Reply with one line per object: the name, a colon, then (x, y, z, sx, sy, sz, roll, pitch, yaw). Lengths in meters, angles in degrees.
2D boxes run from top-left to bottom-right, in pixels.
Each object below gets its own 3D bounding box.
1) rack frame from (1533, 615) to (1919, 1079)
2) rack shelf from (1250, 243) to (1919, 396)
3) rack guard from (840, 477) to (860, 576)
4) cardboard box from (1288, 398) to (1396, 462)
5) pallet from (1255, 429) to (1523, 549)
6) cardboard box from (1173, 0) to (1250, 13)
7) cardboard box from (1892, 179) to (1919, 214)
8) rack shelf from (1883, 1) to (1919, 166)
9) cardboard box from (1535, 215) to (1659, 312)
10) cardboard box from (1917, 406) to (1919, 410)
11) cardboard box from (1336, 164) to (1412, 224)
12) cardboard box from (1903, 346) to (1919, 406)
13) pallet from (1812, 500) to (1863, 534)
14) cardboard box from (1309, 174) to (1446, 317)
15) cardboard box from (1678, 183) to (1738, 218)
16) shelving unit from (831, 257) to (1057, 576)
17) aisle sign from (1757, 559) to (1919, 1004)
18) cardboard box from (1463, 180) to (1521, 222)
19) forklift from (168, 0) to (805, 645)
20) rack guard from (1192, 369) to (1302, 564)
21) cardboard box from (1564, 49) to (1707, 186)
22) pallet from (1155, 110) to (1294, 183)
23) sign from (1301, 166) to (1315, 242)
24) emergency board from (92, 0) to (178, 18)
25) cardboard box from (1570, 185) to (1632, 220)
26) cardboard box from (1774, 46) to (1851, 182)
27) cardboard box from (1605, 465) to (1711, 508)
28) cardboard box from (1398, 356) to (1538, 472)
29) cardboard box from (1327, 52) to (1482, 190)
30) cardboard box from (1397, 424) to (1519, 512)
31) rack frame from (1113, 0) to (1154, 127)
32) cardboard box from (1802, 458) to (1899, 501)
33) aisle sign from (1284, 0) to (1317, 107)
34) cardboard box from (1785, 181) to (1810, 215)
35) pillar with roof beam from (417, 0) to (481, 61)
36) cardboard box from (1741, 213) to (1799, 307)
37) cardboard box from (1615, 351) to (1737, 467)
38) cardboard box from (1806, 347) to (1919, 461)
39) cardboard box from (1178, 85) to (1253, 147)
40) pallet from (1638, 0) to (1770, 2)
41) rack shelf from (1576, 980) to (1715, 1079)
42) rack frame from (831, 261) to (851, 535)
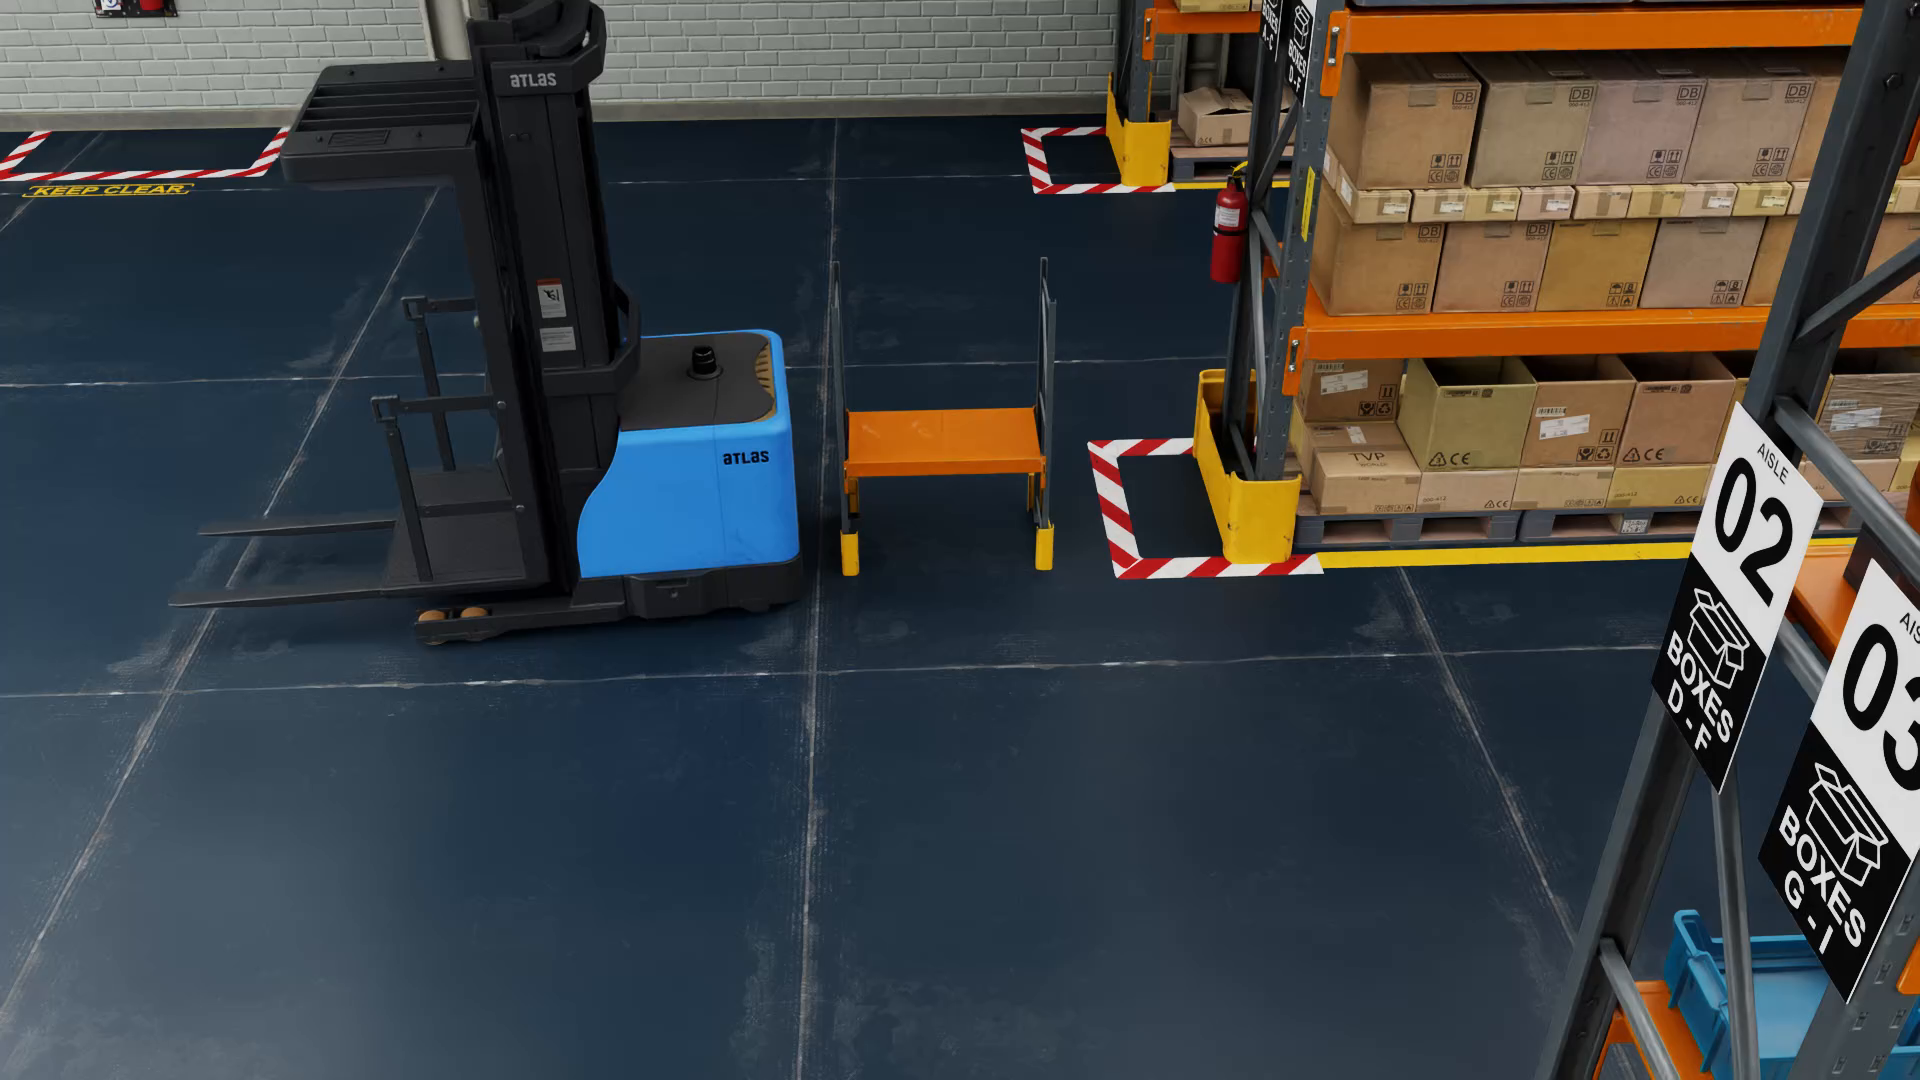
rack frame: (1.781, 1.371, 4.169, 0.127, 3.000, 1.000, -2, 35, -2)
rack shelf: (3.548, -1.202, 8.520, 4.000, 0.370, 1.077, -2, 35, -2)
rack guard: (-0.574, -0.087, 8.693, 0.087, 0.250, 0.587, -2, 35, -2)
cardboard box: (2.072, -0.669, 9.164, 0.500, 0.250, 0.500, -2, 35, -2)
pallet: (2.312, -0.342, 9.095, 1.213, 0.211, 1.003, -2, 35, -2)
cardboard box: (1.814, -4.039, 12.101, 0.500, 0.250, 0.500, -3, 35, -4)
cardboard box: (4.513, -1.709, 7.962, 0.250, 0.149, 0.380, -2, 35, -2)
rack shelf: (3.779, -0.689, 2.858, 4.000, 0.370, 1.077, -2, 35, -2)
cardboard box: (3.038, -1.518, 8.256, 0.500, 0.500, 0.700, -1, 35, -2)
cardboard box: (5.068, -0.754, 9.287, 0.500, 0.250, 0.500, -2, 35, -2)
cardboard box: (1.952, -1.640, 7.863, 0.250, 0.149, 0.380, -2, 35, -3)
cardboard box: (5.068, -1.068, 9.082, 0.500, 0.500, 0.500, -2, 35, -2)
pallet: (4.749, -0.408, 9.190, 1.213, 0.211, 1.003, -2, 35, -2)
cardboard box: (2.017, -1.491, 8.217, 0.500, 0.500, 0.700, -2, 35, -2)
cardboard box: (3.488, -1.681, 7.922, 0.250, 0.149, 0.380, -1, 35, -2)
shelving unit: (-0.076, -0.615, 8.356, 1.083, 1.500, 0.587, -2, 35, -2)
aisle sign: (1.723, 0.471, 3.186, 0.004, 0.787, 0.394, -2, 35, -2)
cardboard box: (2.465, -1.655, 7.884, 0.250, 0.149, 0.380, -1, 35, -2)
forklift: (-2.335, -1.019, 7.683, 3.031, 2.935, 1.130, -5, 35, -7)
rack guard: (1.526, -0.416, 8.948, 0.348, 0.500, 1.175, -2, 35, -2)
cardboard box: (3.098, -2.057, 7.895, 0.500, 0.500, 0.700, -1, 35, -2)
pallet: (2.201, -3.117, 13.105, 1.213, 0.211, 1.003, -2, 35, -2)
sign: (1.570, -1.517, 7.512, 0.005, 0.325, 0.100, -2, 35, -2)
emergency board: (-6.493, -4.564, 12.745, 0.643, 1.169, 0.194, -2, 35, -2)
cardboard box: (2.983, -1.669, 7.904, 0.250, 0.149, 0.380, -3, 35, -4)
cardboard box: (4.098, -2.084, 7.933, 0.500, 0.500, 0.700, -2, 35, -2)
cardboard box: (3.595, -0.414, 8.796, 0.500, 0.250, 0.500, -2, 35, -2)
cardboard box: (2.596, -0.697, 8.546, 0.500, 0.500, 0.500, -2, 35, -2)
cardboard box: (2.070, -2.026, 7.850, 0.500, 0.500, 0.700, -1, 35, -2)
cardboard box: (2.596, -0.390, 8.761, 0.500, 0.250, 0.500, -2, 35, -2)
rack frame: (1.312, -4.260, 12.306, 0.127, 3.000, 1.000, -2, 35, -2)
cardboard box: (4.593, -0.450, 8.847, 0.500, 0.250, 0.500, -2, 35, -2)
aisle sign: (1.499, -2.338, 7.244, 0.004, 0.787, 0.394, -2, 35, -2)
cardboard box: (4.016, -1.698, 7.945, 0.250, 0.149, 0.380, -1, 35, -1)
pillar with roof beam: (-3.819, -4.629, 7.567, 0.400, 9.000, 9.100, -2, 35, -2)
cardboard box: (4.075, -1.549, 8.300, 0.500, 0.500, 0.700, -1, 35, -2)
cardboard box: (3.595, -0.722, 8.581, 0.500, 0.500, 0.500, -2, 35, -2)
cardboard box: (4.593, -0.759, 8.635, 0.500, 0.500, 0.500, -2, 35, -2)
cardboard box: (2.007, -3.303, 12.899, 0.500, 0.311, 0.500, -5, 35, -8)
pallet: (3.479, -2.680, 7.465, 1.213, 0.211, 1.003, -2, 35, -2)
rack shelf: (3.779, 1.613, 4.451, 4.000, 0.370, 1.077, -2, 35, -2)
rack frame: (-0.593, -0.601, 8.336, 0.032, 1.500, 0.500, -2, 35, -2)
